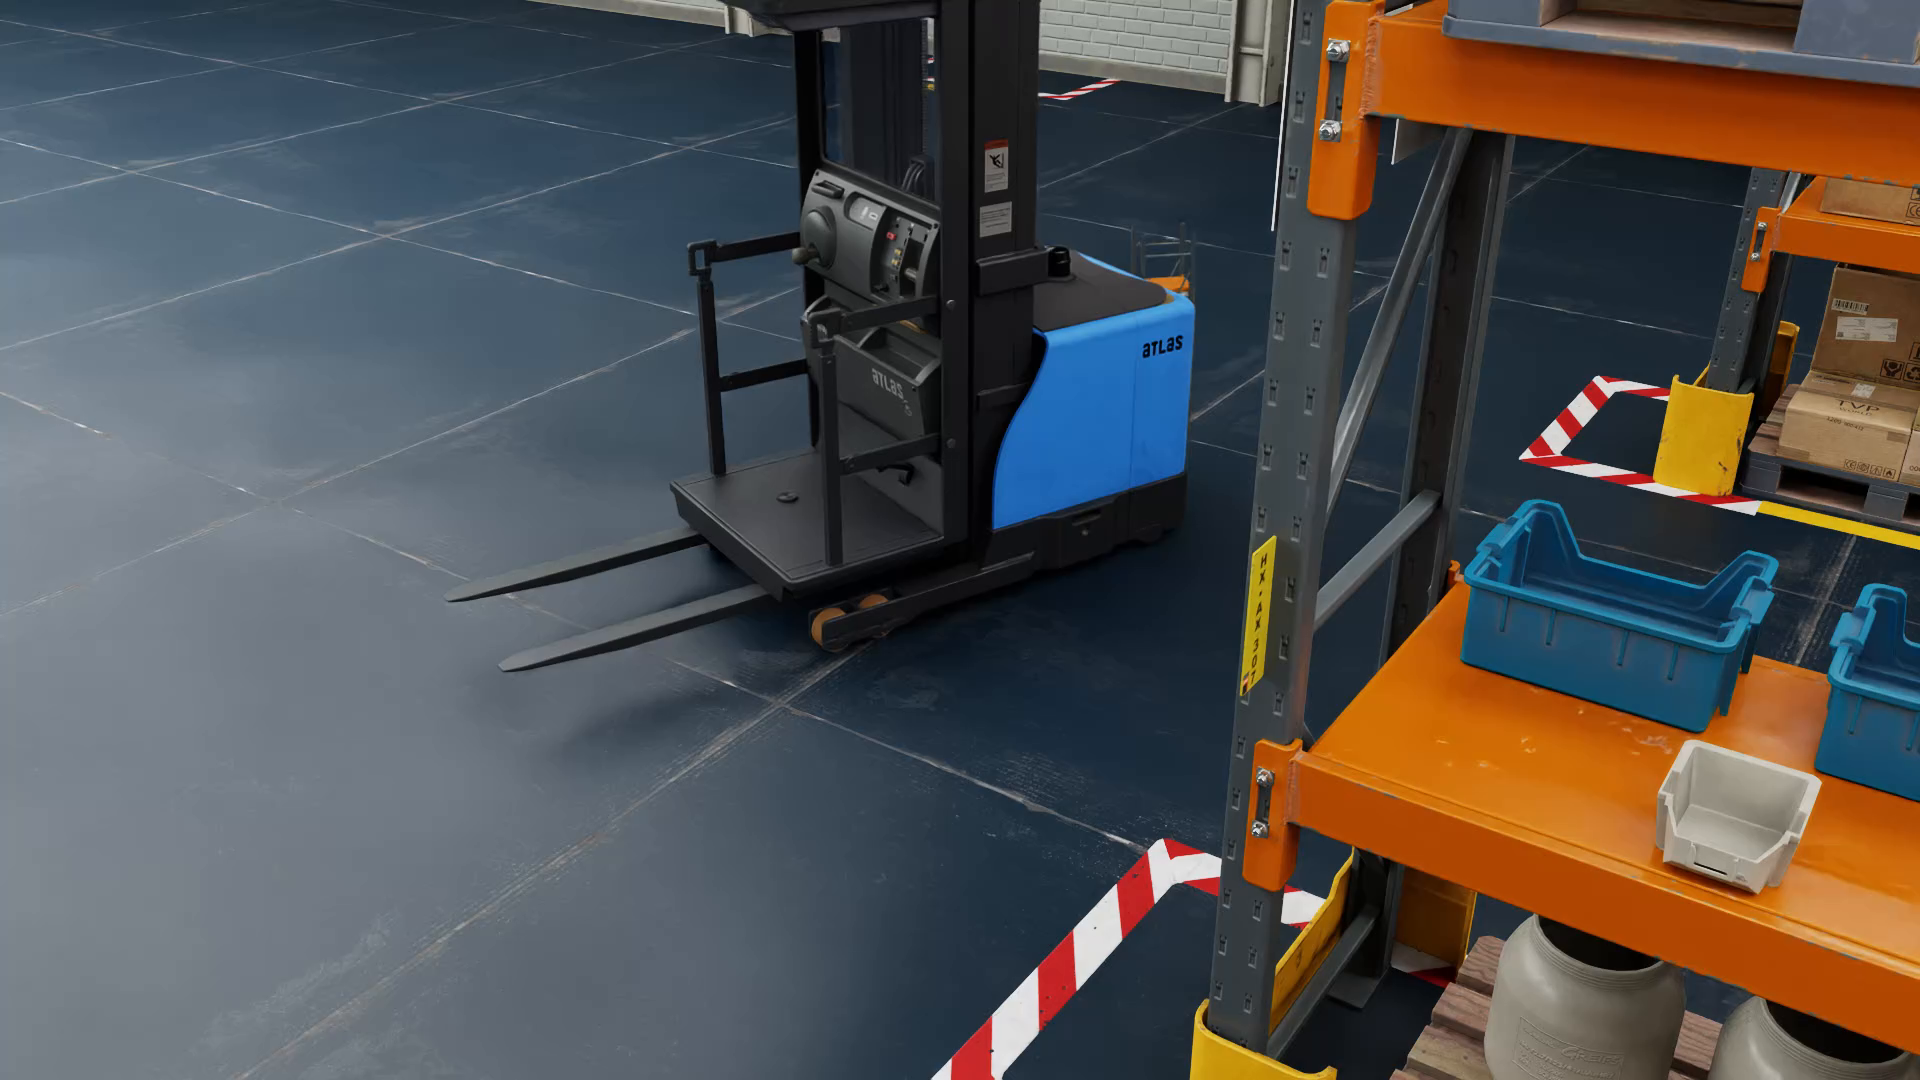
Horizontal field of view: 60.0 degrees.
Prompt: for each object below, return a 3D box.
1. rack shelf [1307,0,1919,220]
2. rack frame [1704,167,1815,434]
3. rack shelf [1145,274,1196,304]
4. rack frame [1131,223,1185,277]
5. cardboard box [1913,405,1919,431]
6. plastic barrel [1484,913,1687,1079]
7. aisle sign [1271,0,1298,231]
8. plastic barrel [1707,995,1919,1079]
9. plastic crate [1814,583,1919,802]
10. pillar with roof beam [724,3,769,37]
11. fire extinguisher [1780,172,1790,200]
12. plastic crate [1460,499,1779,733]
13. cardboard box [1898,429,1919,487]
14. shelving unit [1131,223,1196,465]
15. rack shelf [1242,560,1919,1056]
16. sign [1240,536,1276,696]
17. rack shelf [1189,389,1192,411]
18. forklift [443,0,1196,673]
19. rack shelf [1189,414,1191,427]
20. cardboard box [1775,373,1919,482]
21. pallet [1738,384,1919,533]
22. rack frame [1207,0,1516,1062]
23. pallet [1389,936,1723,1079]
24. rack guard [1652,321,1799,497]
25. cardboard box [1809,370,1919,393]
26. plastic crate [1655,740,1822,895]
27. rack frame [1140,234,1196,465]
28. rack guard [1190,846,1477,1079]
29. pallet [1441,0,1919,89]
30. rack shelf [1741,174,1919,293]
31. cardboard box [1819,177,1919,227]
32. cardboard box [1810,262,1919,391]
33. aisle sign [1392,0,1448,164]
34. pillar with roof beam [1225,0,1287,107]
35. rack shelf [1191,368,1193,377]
[{"bbox_3d":[2.561,-0.430,2.273,4.000,0.370,1.077,17,32,30],"label":"rack shelf"},{"bbox_3d":[3.720,-1.778,7.436,0.127,3.000,1.000,17,32,30],"label":"rack frame"},{"bbox_3d":[0.894,-1.095,7.371,0.258,0.103,0.180,-5,26,-6],"label":"rack shelf"},{"bbox_3d":[0.890,-0.848,7.588,0.240,1.200,0.006,-5,26,-6],"label":"rack frame"},{"bbox_3d":[4.449,-0.725,7.110,0.500,0.500,0.500,17,32,30],"label":"cardboard box"},{"bbox_3d":[1.498,1.135,3.992,0.421,0.512,0.421,0,27,0],"label":"plastic barrel"},{"bbox_3d":[0.687,-0.994,3.031,0.004,0.787,0.394,17,32,30],"label":"aisle sign"},{"bbox_3d":[1.911,1.264,3.739,0.421,0.512,0.421,0,27,0],"label":"plastic barrel"},{"bbox_3d":[2.027,0.325,3.468,0.408,0.251,0.499,17,32,30],"label":"plastic crate"},{"bbox_3d":[-4.740,-7.920,12.891,0.400,9.000,9.100,17,32,30],"label":"pillar with roof beam"},{"bbox_3d":[3.886,-1.947,7.855,0.183,0.674,0.296,17,32,30],"label":"fire extinguisher"},{"bbox_3d":[1.495,0.156,3.800,0.616,0.251,0.499,17,32,30],"label":"plastic crate"},{"bbox_3d":[4.450,-0.392,7.281,0.500,0.250,0.500,17,32,30],"label":"cardboard box"},{"bbox_3d":[0.902,-0.810,7.506,0.258,1.200,0.189,-5,26,-6],"label":"shelving unit"},{"bbox_3d":[2.561,0.907,2.953,4.000,0.370,1.077,17,32,30],"label":"rack shelf"},{"bbox_3d":[0.598,0.154,3.335,0.005,0.325,0.100,17,32,30],"label":"sign"},{"bbox_3d":[0.906,-0.661,7.577,0.258,0.103,0.180,-5,26,-6],"label":"rack shelf"},{"bbox_3d":[-0.526,-1.149,6.276,3.031,2.935,1.130,-17,31,-29],"label":"forklift"},{"bbox_3d":[0.909,-0.553,7.628,0.258,0.103,0.180,-5,26,-6],"label":"rack shelf"},{"bbox_3d":[4.036,-0.519,7.531,0.500,0.250,0.500,17,32,30],"label":"cardboard box"},{"bbox_3d":[4.374,-0.354,7.714,1.213,0.211,1.003,17,32,30],"label":"pallet"},{"bbox_3d":[0.913,0.073,3.799,0.127,3.000,1.000,17,32,30],"label":"rack frame"},{"bbox_3d":[1.668,1.528,4.014,1.213,0.211,1.003,17,32,30],"label":"pallet"},{"bbox_3d":[3.700,-0.670,8.015,0.348,0.500,1.175,17,32,30],"label":"rack guard"},{"bbox_3d":[4.329,-0.712,7.911,0.500,0.250,0.500,17,32,30],"label":"cardboard box"},{"bbox_3d":[1.468,0.541,3.171,0.250,0.136,0.298,17,32,30],"label":"plastic crate"},{"bbox_3d":[0.914,-0.771,7.424,0.240,1.200,0.006,-5,26,-6],"label":"rack frame"},{"bbox_3d":[1.002,1.189,4.362,0.348,0.500,1.175,17,32,30],"label":"rack guard"},{"bbox_3d":[1.539,-0.931,2.672,1.213,0.211,1.003,17,32,30],"label":"pallet"},{"bbox_3d":[5.369,-0.944,6.590,4.000,0.370,1.077,17,32,30],"label":"rack shelf"},{"bbox_3d":[4.098,-1.698,7.169,0.500,0.500,0.700,17,32,30],"label":"cardboard box"},{"bbox_3d":[4.331,-1.047,7.743,0.500,0.500,0.500,17,32,30],"label":"cardboard box"},{"bbox_3d":[1.021,-1.215,3.464,0.004,0.787,0.394,17,32,30],"label":"aisle sign"},{"bbox_3d":[0.205,-6.379,9.864,0.400,9.000,9.100,17,32,30],"label":"pillar with roof beam"},{"bbox_3d":[0.903,-0.770,7.525,0.258,0.103,0.180,-5,26,-6],"label":"rack shelf"}]
